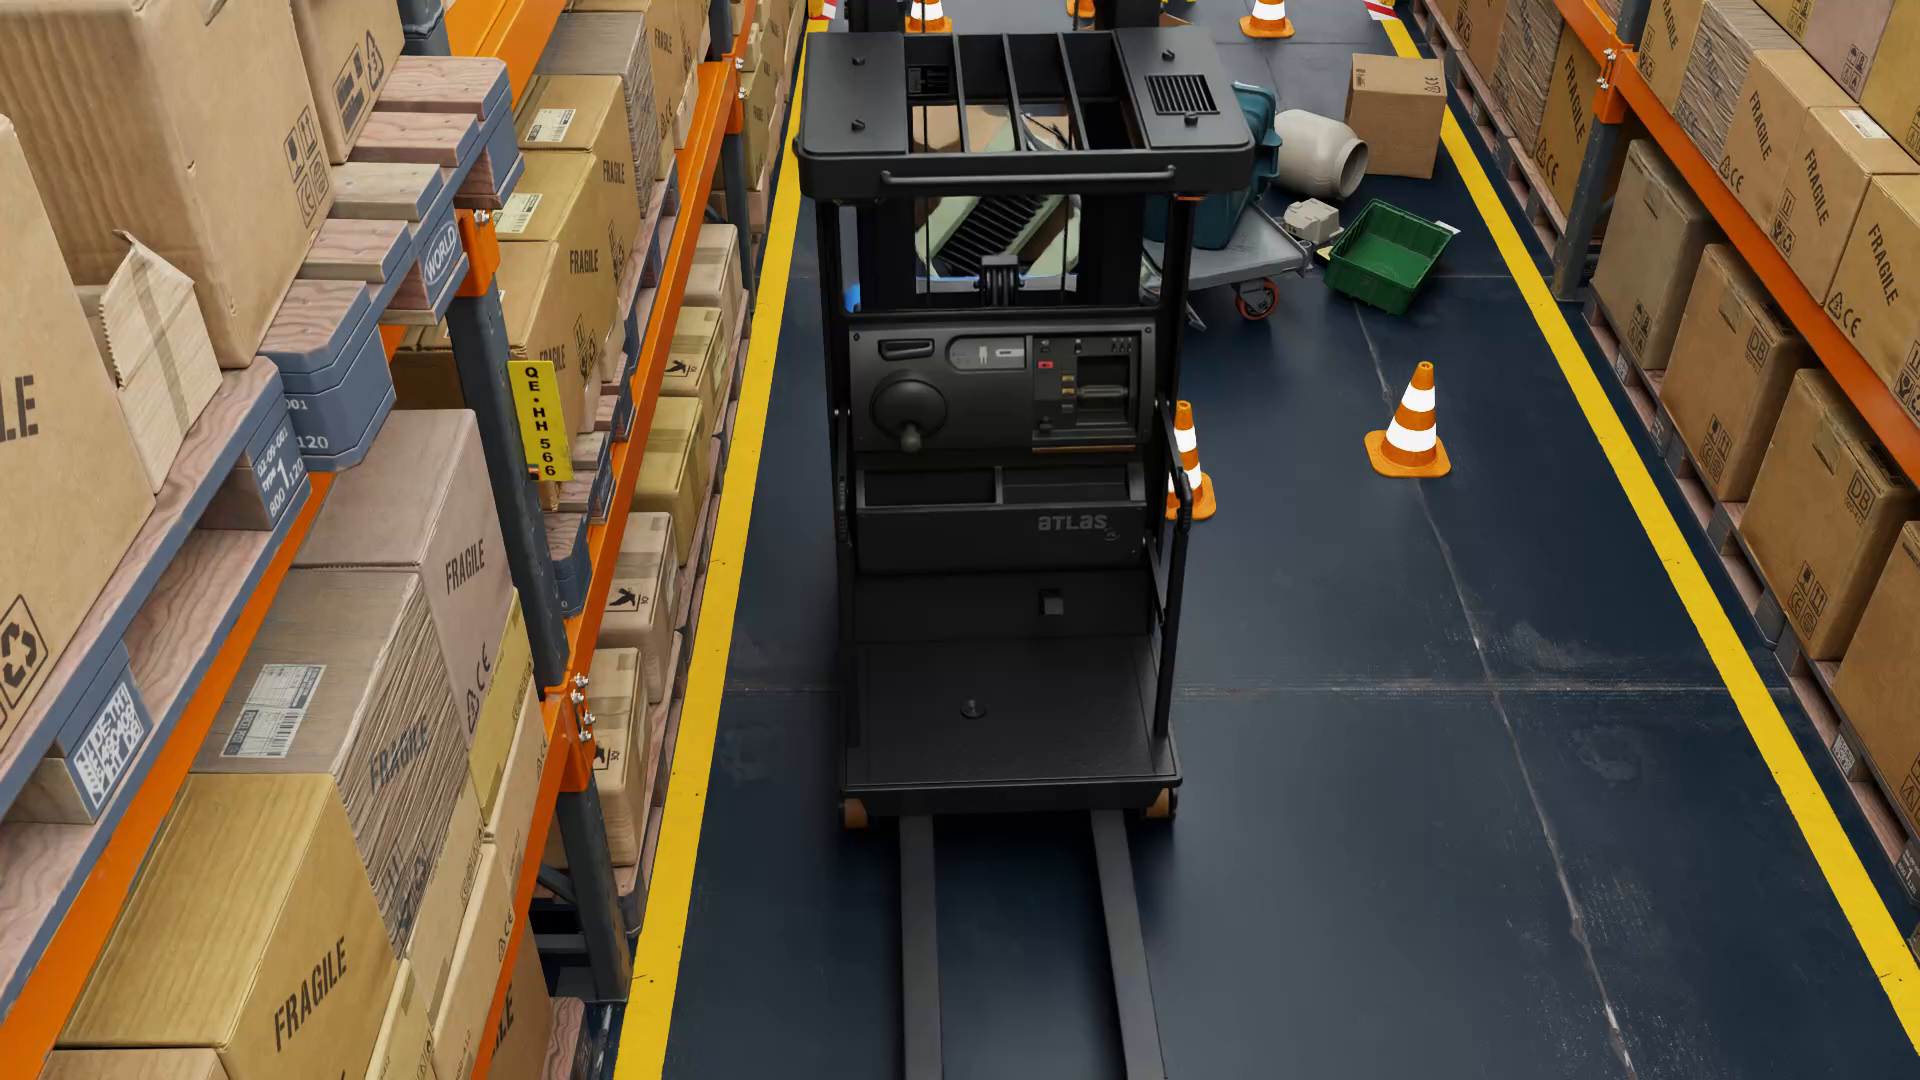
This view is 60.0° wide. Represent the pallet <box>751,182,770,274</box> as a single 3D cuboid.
[{"bbox_3d":[-1.541,-1.644,8.633,1.003,0.211,1.213,0,39,0],"label":"pallet"}]

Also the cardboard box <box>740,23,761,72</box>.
[{"bbox_3d":[-1.176,-2.397,8.086,0.380,0.149,0.250,0,39,1],"label":"cardboard box"}]

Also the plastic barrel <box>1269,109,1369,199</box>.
[{"bbox_3d":[1.910,-2.082,9.010,0.512,0.421,0.421,28,46,30],"label":"plastic barrel"}]

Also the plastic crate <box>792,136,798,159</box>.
[{"bbox_3d":[-0.687,-2.156,9.376,0.402,0.080,0.583,-13,40,-16],"label":"plastic crate"}]

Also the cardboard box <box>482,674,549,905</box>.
[{"bbox_3d":[-1.240,0.563,3.768,0.500,0.250,0.500,-1,39,-2],"label":"cardboard box"}]

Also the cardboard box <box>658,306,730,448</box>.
[{"bbox_3d":[-1.498,-0.673,6.957,0.950,0.372,0.625,2,39,3],"label":"cardboard box"}]

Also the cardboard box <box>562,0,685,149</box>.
[{"bbox_3d":[-1.279,-1.710,5.832,0.500,0.500,0.500,1,39,1],"label":"cardboard box"}]

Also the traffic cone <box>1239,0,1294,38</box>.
[{"bbox_3d":[2.021,-3.558,10.819,0.336,0.463,0.334,0,39,0],"label":"traffic cone"}]

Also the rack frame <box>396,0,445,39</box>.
[{"bbox_3d":[-1.500,-2.152,2.240,1.000,3.000,0.127,0,39,0],"label":"rack frame"}]

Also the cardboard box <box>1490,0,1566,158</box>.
[{"bbox_3d":[3.509,-2.671,9.048,0.875,0.875,0.875,0,39,0],"label":"cardboard box"}]

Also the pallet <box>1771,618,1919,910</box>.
[{"bbox_3d":[3.524,0.717,5.686,1.003,0.211,1.213,0,39,0],"label":"pallet"}]

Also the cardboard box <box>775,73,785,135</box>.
[{"bbox_3d":[-1.251,-2.438,9.257,0.500,0.250,0.500,-1,39,-1],"label":"cardboard box"}]

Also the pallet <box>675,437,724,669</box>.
[{"bbox_3d":[-1.498,0.027,6.547,1.003,0.211,1.213,0,39,0],"label":"pallet"}]

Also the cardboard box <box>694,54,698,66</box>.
[{"bbox_3d":[-1.246,-1.892,6.577,0.380,0.149,0.250,-1,39,-1],"label":"cardboard box"}]

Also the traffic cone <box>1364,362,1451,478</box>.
[{"bbox_3d":[1.936,-0.550,7.066,0.336,0.463,0.334,0,39,0],"label":"traffic cone"}]

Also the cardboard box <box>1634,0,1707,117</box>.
[{"bbox_3d":[3.176,-2.089,6.878,0.500,0.500,0.500,0,39,0],"label":"cardboard box"}]

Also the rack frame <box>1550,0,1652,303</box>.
[{"bbox_3d":[3.445,-2.379,7.320,1.000,3.000,0.127,0,39,0],"label":"rack frame"}]

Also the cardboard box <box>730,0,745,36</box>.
[{"bbox_3d":[-1.185,-2.412,7.562,0.380,0.149,0.250,0,39,0],"label":"cardboard box"}]

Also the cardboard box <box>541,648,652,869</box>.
[{"bbox_3d":[-1.491,0.697,5.247,0.950,0.372,0.625,-2,39,-3],"label":"cardboard box"}]

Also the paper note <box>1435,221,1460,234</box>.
[{"bbox_3d":[2.539,-1.641,8.772,0.147,0.020,0.142,-28,46,-30],"label":"paper note"}]

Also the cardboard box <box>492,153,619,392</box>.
[{"bbox_3d":[-1.277,-0.738,4.618,0.500,0.500,0.500,2,39,2],"label":"cardboard box"}]

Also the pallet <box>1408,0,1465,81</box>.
[{"bbox_3d":[3.519,-3.293,10.690,1.003,0.211,1.213,0,39,0],"label":"pallet"}]

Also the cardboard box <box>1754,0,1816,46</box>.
[{"bbox_3d":[3.454,-2.176,6.188,0.700,0.500,0.500,-1,39,-1],"label":"cardboard box"}]

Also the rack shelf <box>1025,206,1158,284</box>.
[{"bbox_3d":[0.457,-0.933,6.907,0.431,0.720,0.370,19,33,-43],"label":"rack shelf"}]

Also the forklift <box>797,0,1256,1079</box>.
[{"bbox_3d":[0.142,-0.392,4.896,1.130,2.935,3.031,-2,39,-2],"label":"forklift"}]

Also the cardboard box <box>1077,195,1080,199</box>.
[{"bbox_3d":[0.640,-1.757,8.730,0.258,0.266,0.396,-28,46,-30],"label":"cardboard box"}]

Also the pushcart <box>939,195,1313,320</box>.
[{"bbox_3d":[0.775,-1.322,8.098,1.648,0.377,0.936,-13,40,-16],"label":"pushcart"}]

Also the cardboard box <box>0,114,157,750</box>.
[{"bbox_3d":[-1.208,-0.083,1.640,0.500,0.500,0.500,0,39,0],"label":"cardboard box"}]

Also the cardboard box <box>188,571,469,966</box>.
[{"bbox_3d":[-1.229,0.404,2.968,0.500,0.500,0.500,1,39,1],"label":"cardboard box"}]

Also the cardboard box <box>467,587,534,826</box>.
[{"bbox_3d":[-1.246,0.355,3.628,0.500,0.250,0.500,0,39,0],"label":"cardboard box"}]

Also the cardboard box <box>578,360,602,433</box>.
[{"bbox_3d":[-1.236,-0.428,4.751,0.380,0.149,0.250,-2,39,-3],"label":"cardboard box"}]

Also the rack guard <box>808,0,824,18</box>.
[{"bbox_3d":[-1.510,-3.791,11.081,1.175,0.500,0.348,0,39,0],"label":"rack guard"}]

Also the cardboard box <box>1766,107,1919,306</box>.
[{"bbox_3d":[3.176,-1.143,5.698,0.500,0.500,0.500,1,39,1],"label":"cardboard box"}]

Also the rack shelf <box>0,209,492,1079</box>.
[{"bbox_3d":[-1.498,0.550,1.842,1.077,0.370,4.000,0,39,0],"label":"rack shelf"}]

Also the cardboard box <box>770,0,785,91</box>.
[{"bbox_3d":[-1.247,-2.724,9.014,0.500,0.500,0.500,2,39,2],"label":"cardboard box"}]

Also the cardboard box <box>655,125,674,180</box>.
[{"bbox_3d":[-1.242,-1.419,5.987,0.380,0.149,0.250,0,39,0],"label":"cardboard box"}]

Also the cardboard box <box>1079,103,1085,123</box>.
[{"bbox_3d":[1.033,-2.211,8.999,0.797,0.637,0.503,0,39,0],"label":"cardboard box"}]

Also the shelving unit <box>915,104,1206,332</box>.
[{"bbox_3d":[0.339,-1.160,7.109,0.431,0.755,1.500,19,33,-43],"label":"shelving unit"}]

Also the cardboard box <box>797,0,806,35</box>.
[{"bbox_3d":[-1.240,-3.385,10.438,0.500,0.250,0.500,0,39,0],"label":"cardboard box"}]

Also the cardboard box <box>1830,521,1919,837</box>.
[{"bbox_3d":[3.539,0.455,5.246,1.050,0.750,0.750,-1,39,-1],"label":"cardboard box"}]

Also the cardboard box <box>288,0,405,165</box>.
[{"bbox_3d":[-1.349,-0.950,2.720,0.797,0.503,0.637,-2,39,-3],"label":"cardboard box"}]

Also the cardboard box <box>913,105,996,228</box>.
[{"bbox_3d":[-0.146,-2.009,8.855,0.500,0.500,0.500,28,46,30],"label":"cardboard box"}]

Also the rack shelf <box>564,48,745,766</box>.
[{"bbox_3d":[-1.503,-0.781,5.901,1.077,0.370,4.000,0,39,0],"label":"rack shelf"}]

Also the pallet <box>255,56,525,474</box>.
[{"bbox_3d":[-1.447,-0.505,2.734,1.213,0.211,1.003,2,39,2],"label":"pallet"}]

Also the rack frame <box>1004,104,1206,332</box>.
[{"bbox_3d":[0.565,-1.408,6.962,0.400,0.023,1.500,19,33,-43],"label":"rack frame"}]

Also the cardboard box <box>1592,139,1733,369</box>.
[{"bbox_3d":[3.536,-1.277,7.408,1.050,0.750,0.750,0,39,0],"label":"cardboard box"}]
